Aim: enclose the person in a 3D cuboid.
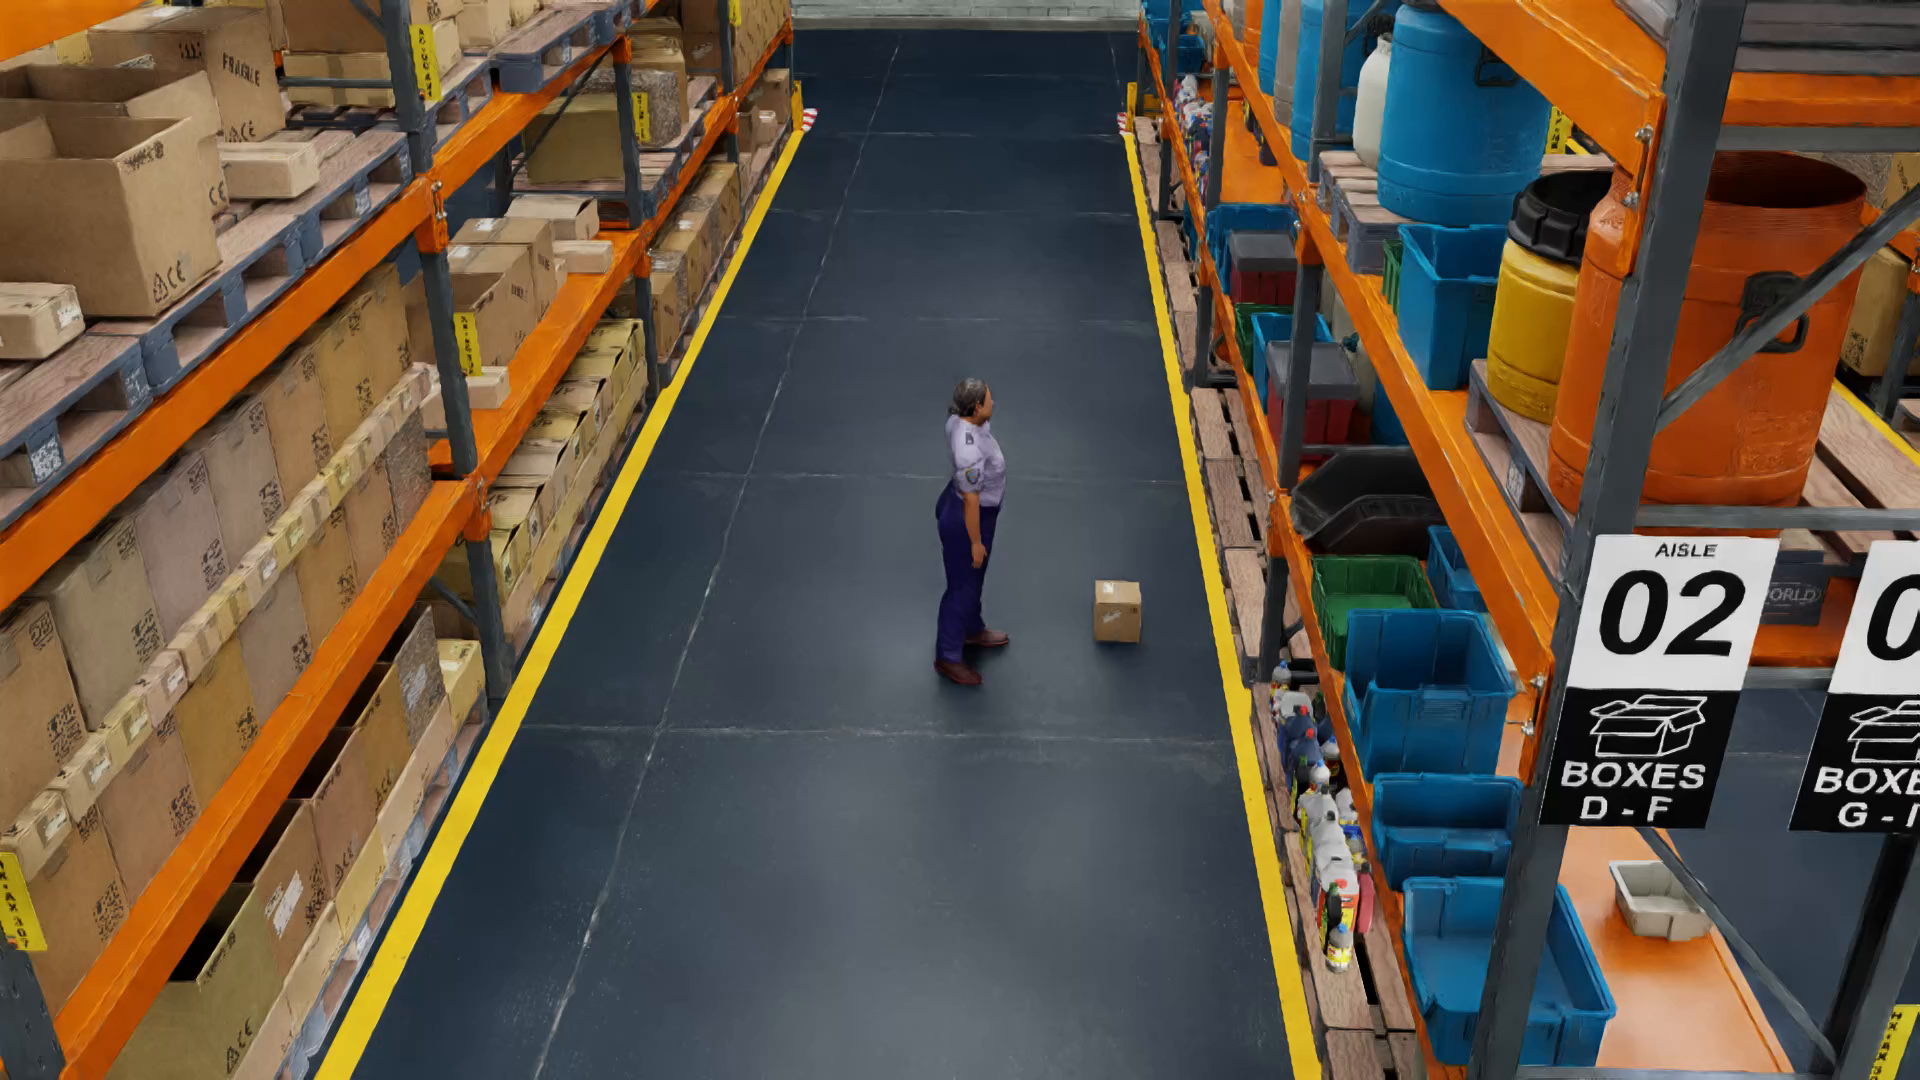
[{"bbox_3d":[0.064,-0.088,8.783,0.433,1.642,0.626,-2,28,-4],"label":"person"}]
